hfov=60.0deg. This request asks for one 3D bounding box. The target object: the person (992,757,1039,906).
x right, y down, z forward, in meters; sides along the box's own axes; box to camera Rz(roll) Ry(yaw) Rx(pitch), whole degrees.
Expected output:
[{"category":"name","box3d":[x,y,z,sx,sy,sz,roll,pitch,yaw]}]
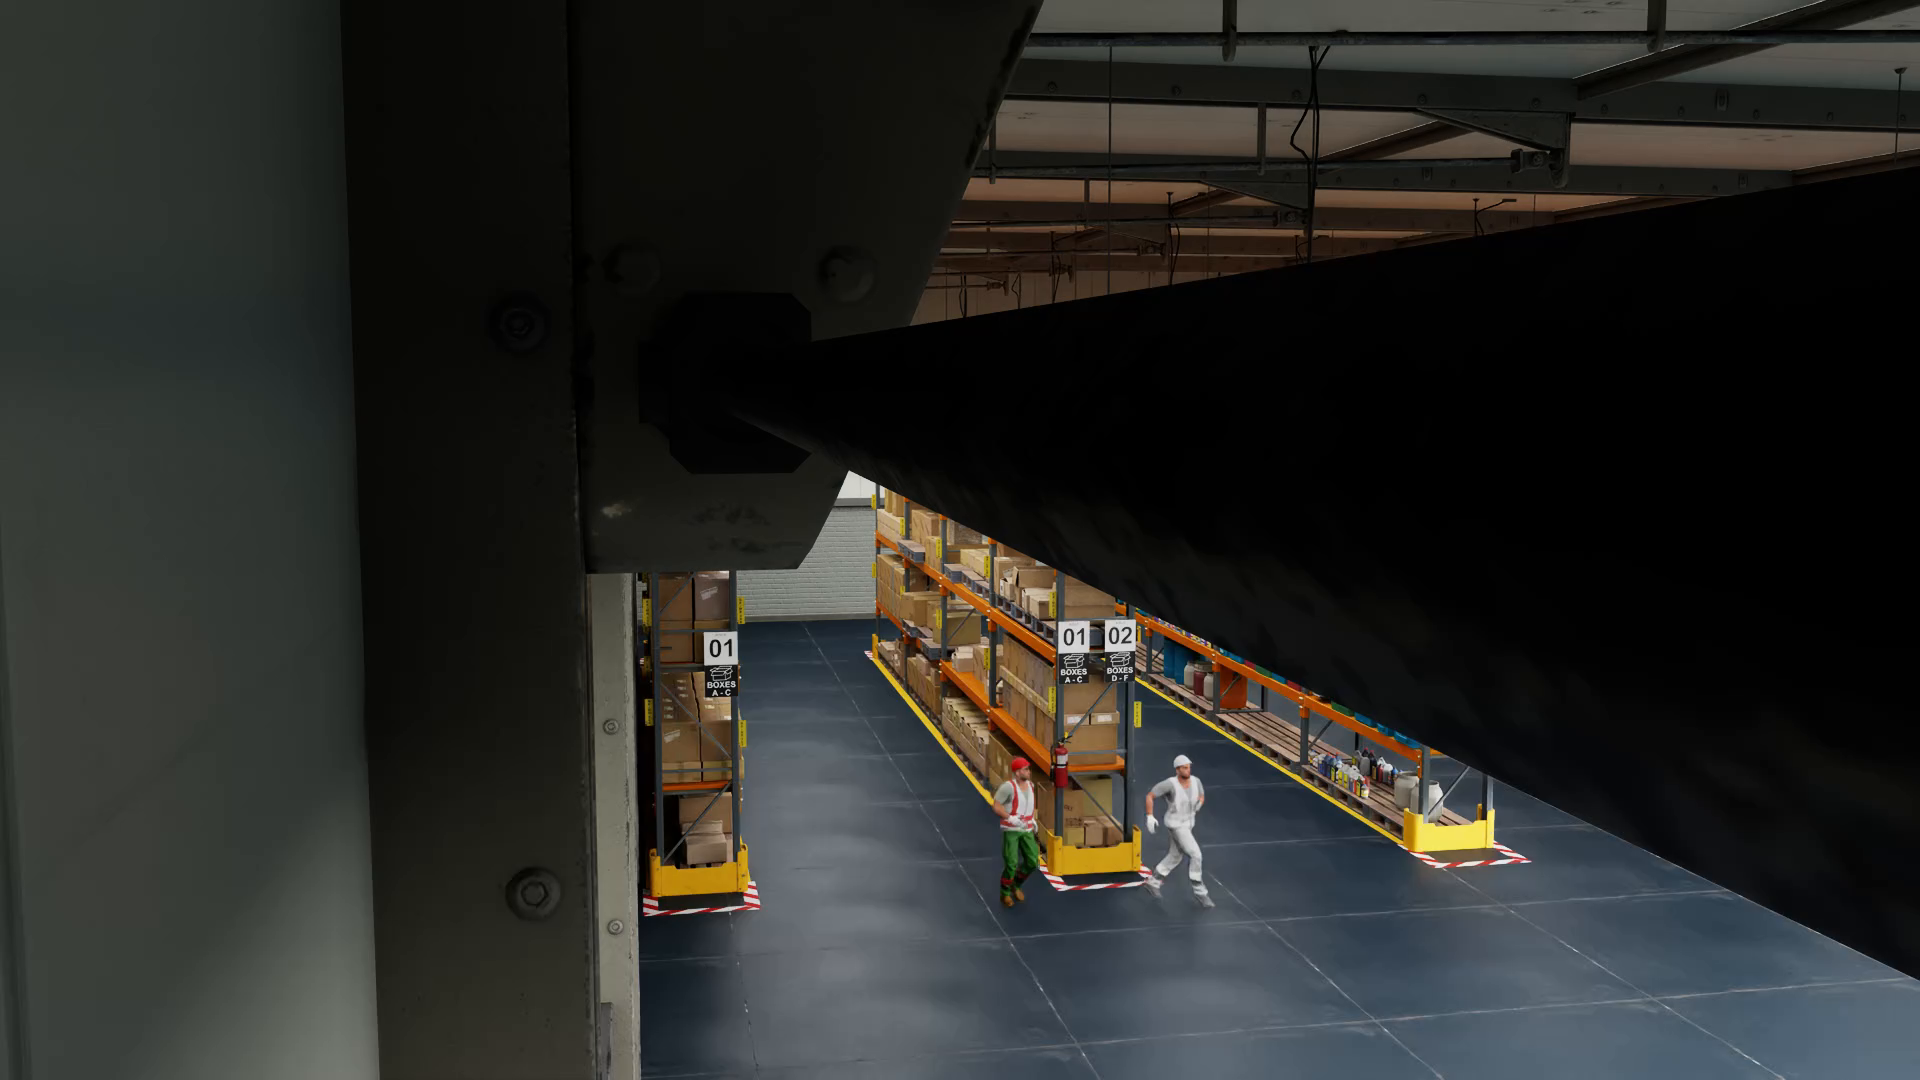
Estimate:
[{"category":"person","box3d":[0.706,3.449,19.757,0.678,1.723,0.577,-3,7,-27]}]

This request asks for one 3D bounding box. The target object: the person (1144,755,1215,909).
[{"category":"person","box3d":[2.623,3.432,19.672,0.833,1.803,0.721,4,7,37]}]
